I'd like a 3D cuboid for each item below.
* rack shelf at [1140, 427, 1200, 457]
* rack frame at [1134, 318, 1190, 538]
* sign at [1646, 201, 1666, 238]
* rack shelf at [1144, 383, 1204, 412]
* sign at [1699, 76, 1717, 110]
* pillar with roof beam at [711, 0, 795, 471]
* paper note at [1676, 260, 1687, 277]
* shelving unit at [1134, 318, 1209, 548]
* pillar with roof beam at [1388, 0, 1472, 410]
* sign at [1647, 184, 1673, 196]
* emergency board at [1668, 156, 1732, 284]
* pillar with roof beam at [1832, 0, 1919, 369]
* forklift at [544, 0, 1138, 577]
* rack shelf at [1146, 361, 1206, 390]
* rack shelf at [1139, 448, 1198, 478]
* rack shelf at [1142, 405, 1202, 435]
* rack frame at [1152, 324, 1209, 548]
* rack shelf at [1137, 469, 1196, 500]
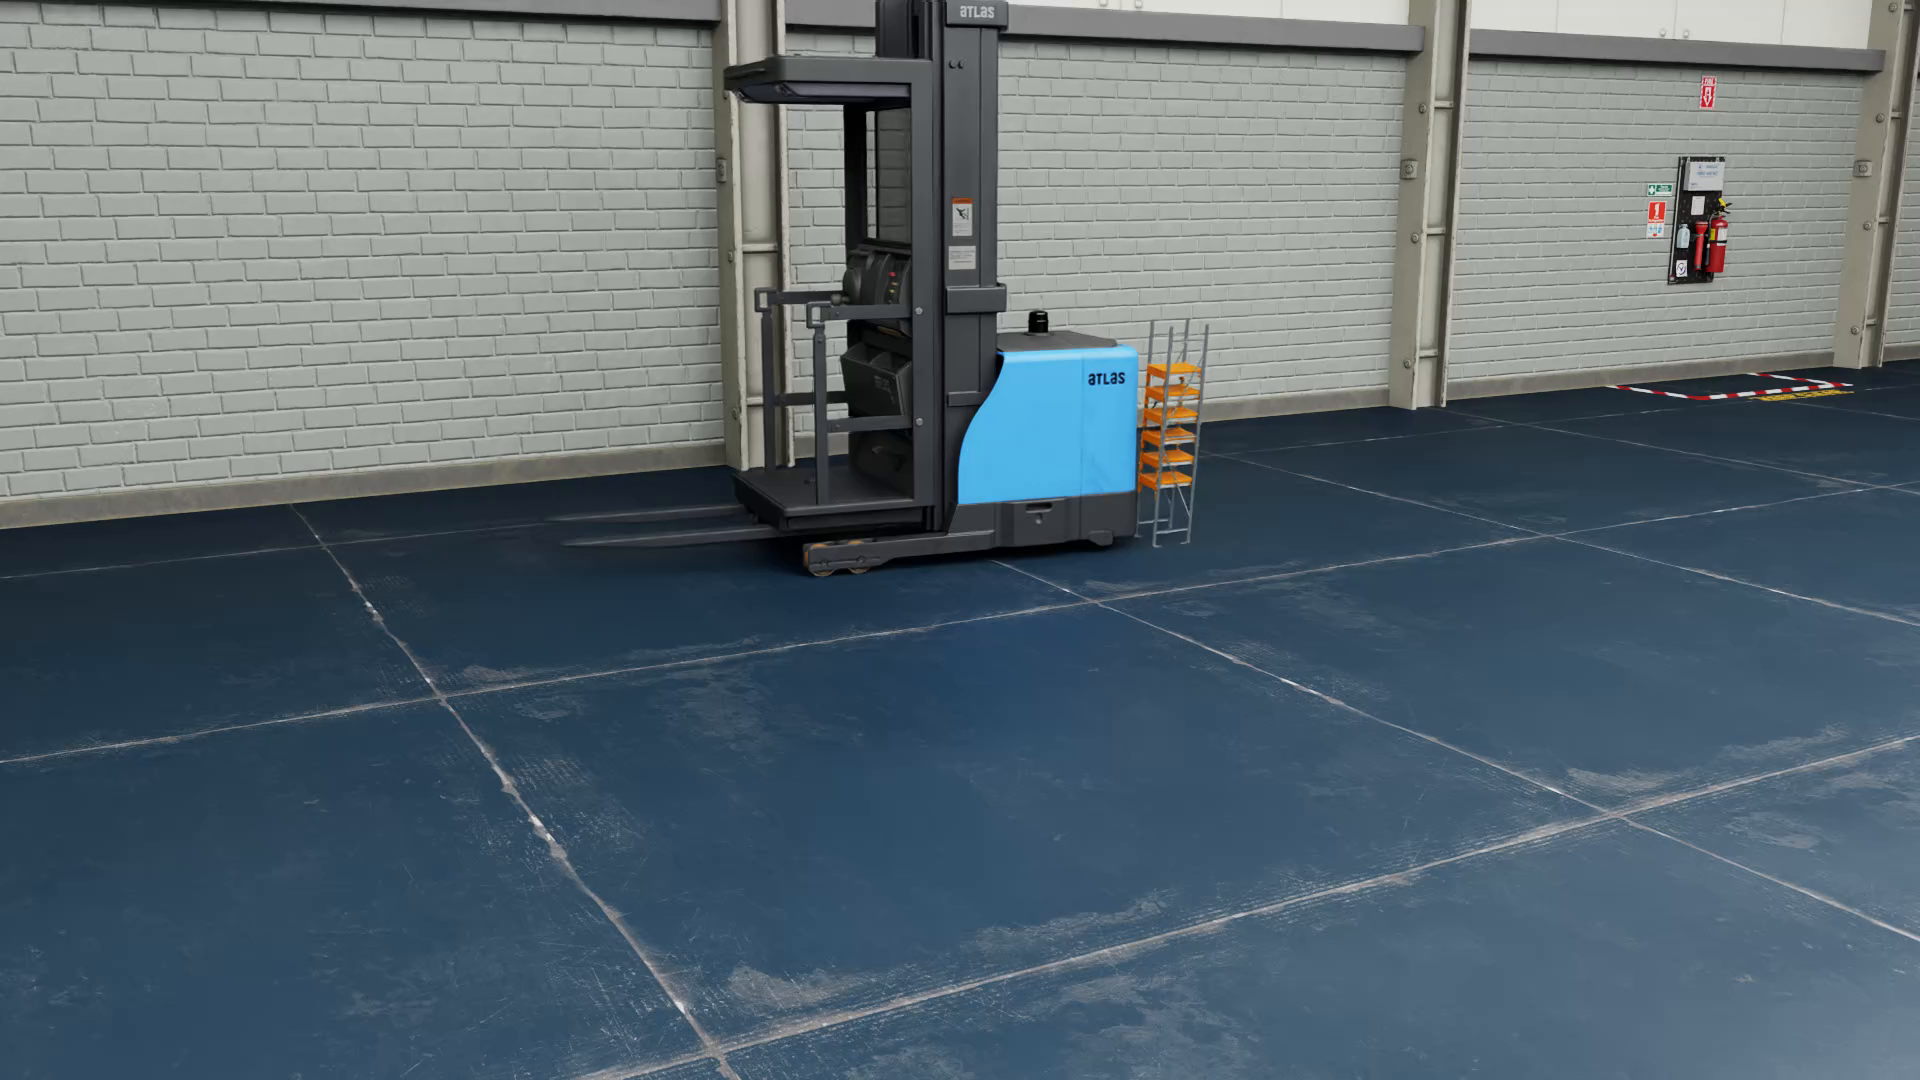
[{"bbox_3d":[1.122,-0.527,8.888,0.258,0.103,0.180,-6,20,-25],"label":"rack shelf"},{"bbox_3d":[1.084,-0.596,8.952,0.240,1.200,0.006,-6,20,-25],"label":"rack frame"},{"bbox_3d":[6.440,-2.967,15.380,0.234,0.329,0.001,-7,14,-28],"label":"sign"},{"bbox_3d":[1.133,-0.755,8.815,0.258,0.103,0.180,-6,20,-25],"label":"rack shelf"},{"bbox_3d":[6.920,-4.137,15.381,0.199,0.298,0.001,-7,14,-28],"label":"sign"},{"bbox_3d":[0.692,-4.075,6.722,0.400,9.000,9.100,-7,14,-28],"label":"pillar with roof beam"},{"bbox_3d":[6.786,-2.553,15.627,0.142,0.148,0.016,-7,14,-28],"label":"paper note"},{"bbox_3d":[1.124,-0.569,8.875,0.258,1.200,0.189,-6,20,-25],"label":"shelving unit"},{"bbox_3d":[5.958,-4.706,9.526,0.400,9.000,9.100,-7,14,-28],"label":"pillar with roof beam"},{"bbox_3d":[6.448,-3.224,15.316,0.331,0.109,0.001,-7,14,-28],"label":"sign"},{"bbox_3d":[6.975,-2.988,15.554,0.643,1.169,0.194,-7,14,-28],"label":"emergency board"},{"bbox_3d":[11.225,-5.338,12.331,0.400,9.000,9.100,-7,14,-28],"label":"pillar with roof beam"},{"bbox_3d":[-0.616,-1.376,8.548,3.031,2.935,1.130,-5,14,-21],"label":"forklift"},{"bbox_3d":[1.138,-0.870,8.779,0.258,0.103,0.180,-6,20,-25],"label":"rack shelf"},{"bbox_3d":[1.117,-0.413,8.925,0.258,0.103,0.180,-6,20,-25],"label":"rack shelf"},{"bbox_3d":[1.128,-0.641,8.852,0.258,0.103,0.180,-6,20,-25],"label":"rack shelf"},{"bbox_3d":[1.164,-0.543,8.797,0.240,1.200,0.006,-6,20,-25],"label":"rack frame"},{"bbox_3d":[1.112,-0.298,8.961,0.258,0.103,0.180,-6,20,-25],"label":"rack shelf"}]
